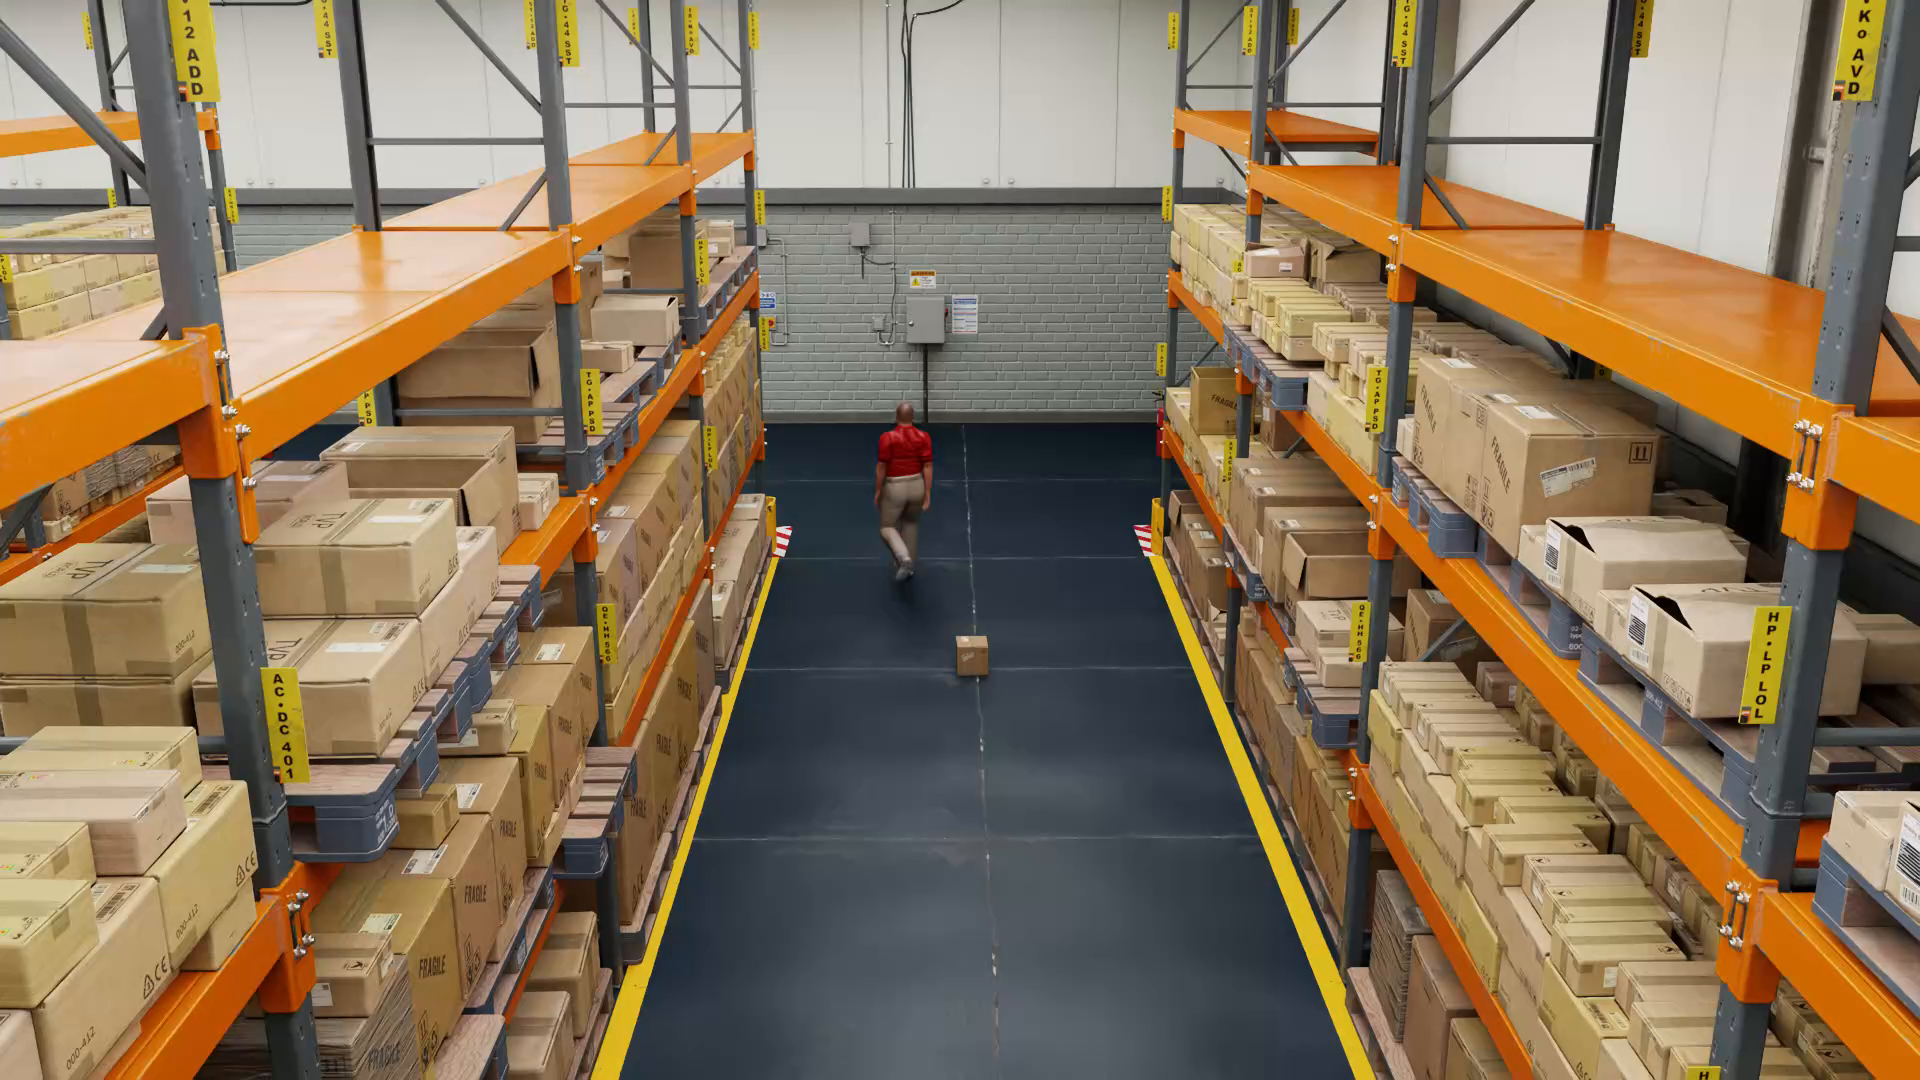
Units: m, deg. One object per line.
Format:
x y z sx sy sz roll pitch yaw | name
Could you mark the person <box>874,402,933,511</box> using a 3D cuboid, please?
-0.541 -0.776 15.511 0.538 1.047 0.334 -6 18 -20 | person
